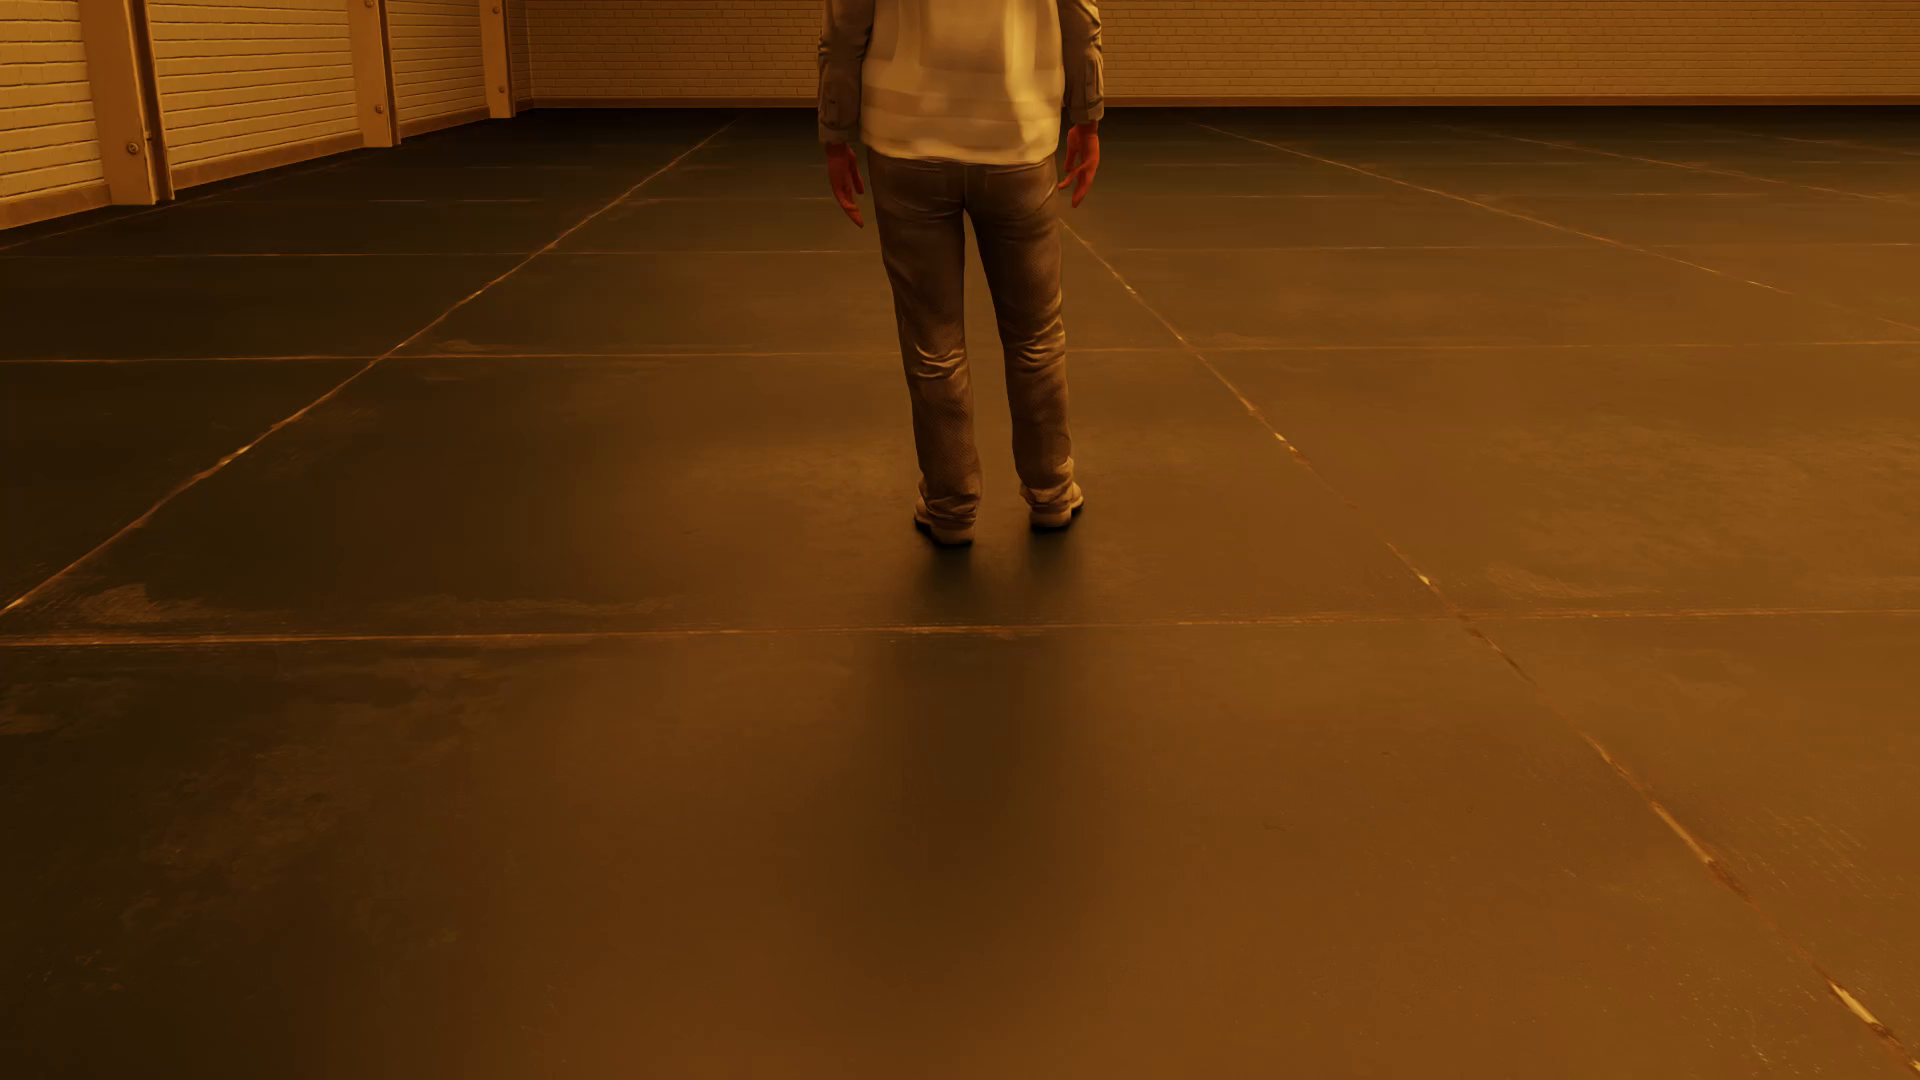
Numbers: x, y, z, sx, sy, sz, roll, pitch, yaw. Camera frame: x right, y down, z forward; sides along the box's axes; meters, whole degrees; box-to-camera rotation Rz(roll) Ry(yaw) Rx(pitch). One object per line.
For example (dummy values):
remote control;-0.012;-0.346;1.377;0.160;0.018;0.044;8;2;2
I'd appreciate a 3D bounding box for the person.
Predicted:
person;0.004;-0.874;3.717;0.634;1.776;0.565;-1;17;-3
